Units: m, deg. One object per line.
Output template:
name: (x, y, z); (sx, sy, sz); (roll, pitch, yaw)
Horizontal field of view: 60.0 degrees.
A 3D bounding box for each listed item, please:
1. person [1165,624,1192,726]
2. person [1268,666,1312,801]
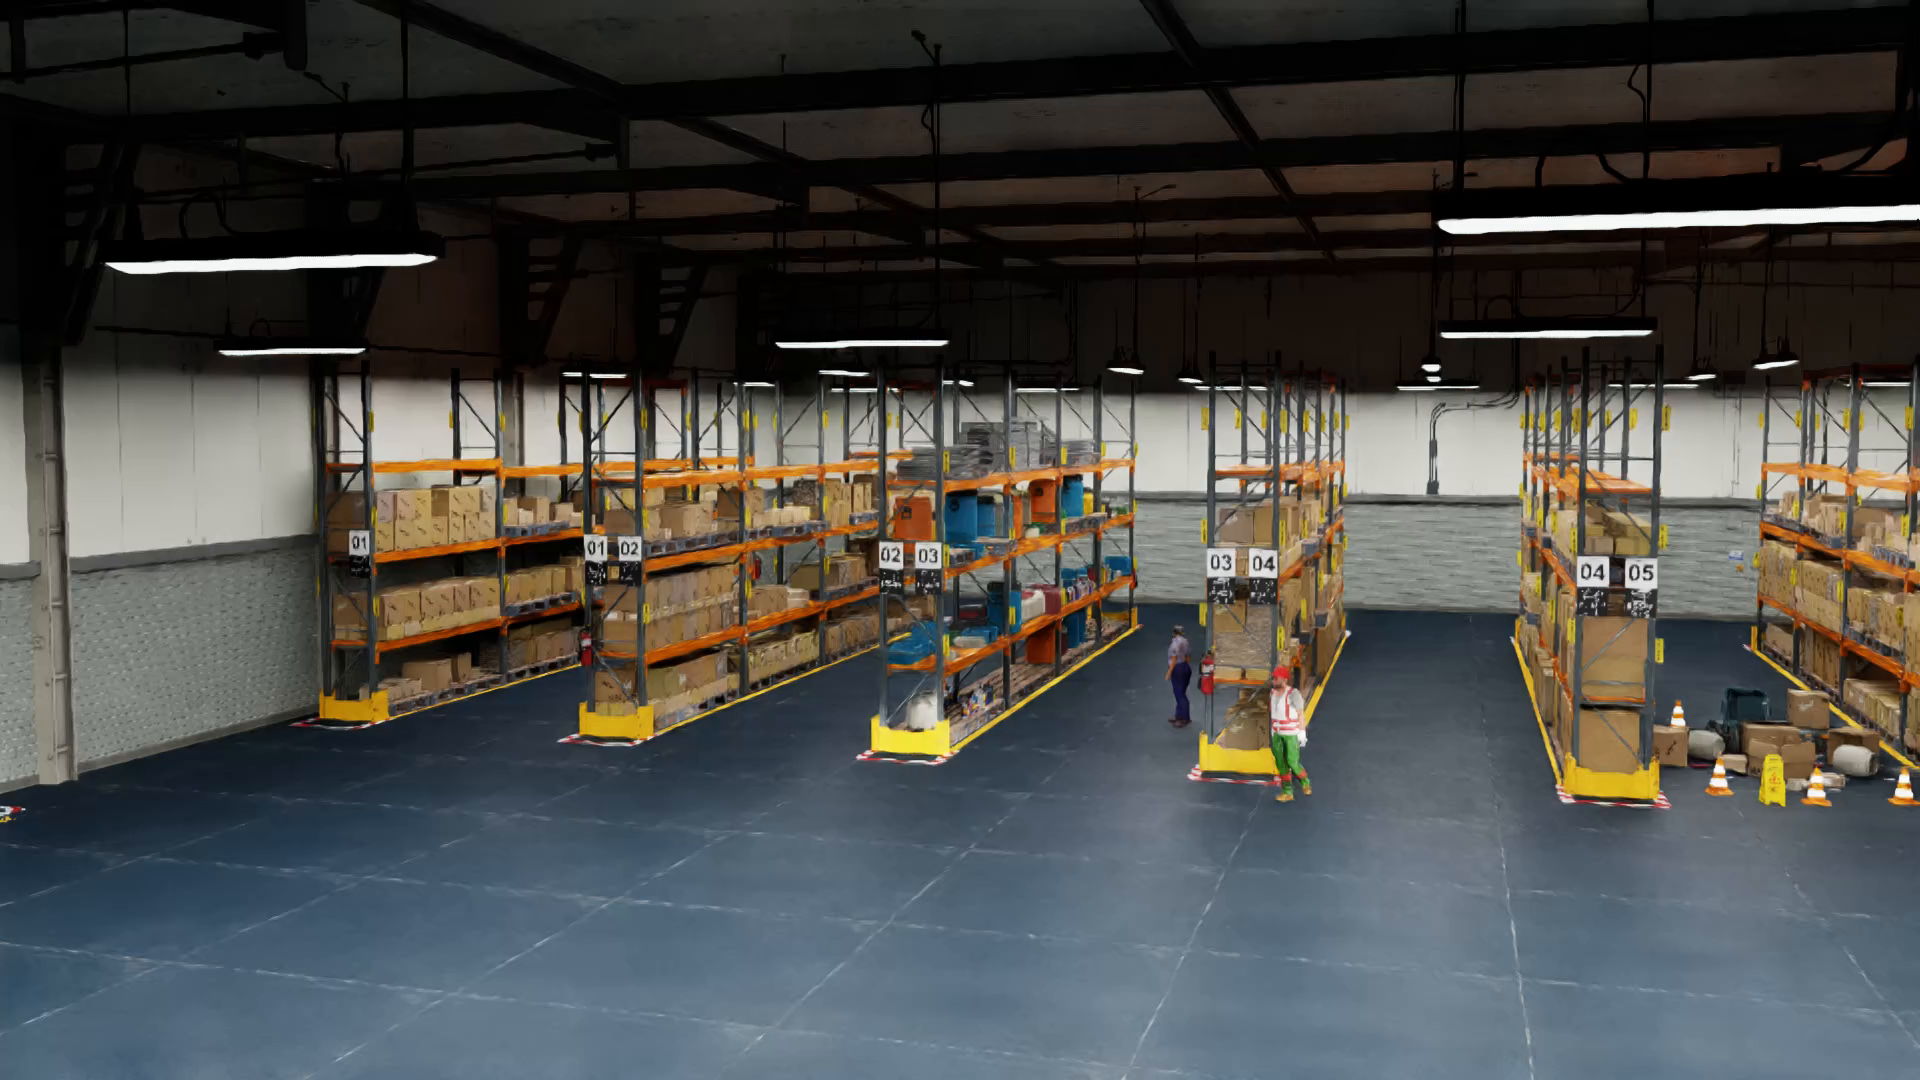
person: (3.637, 2.220, 27.537); (0.493, 1.676, 0.541); (2, 5, 29)
person: (4.354, 2.549, 21.972); (0.572, 1.779, 0.589); (-3, 5, -38)
